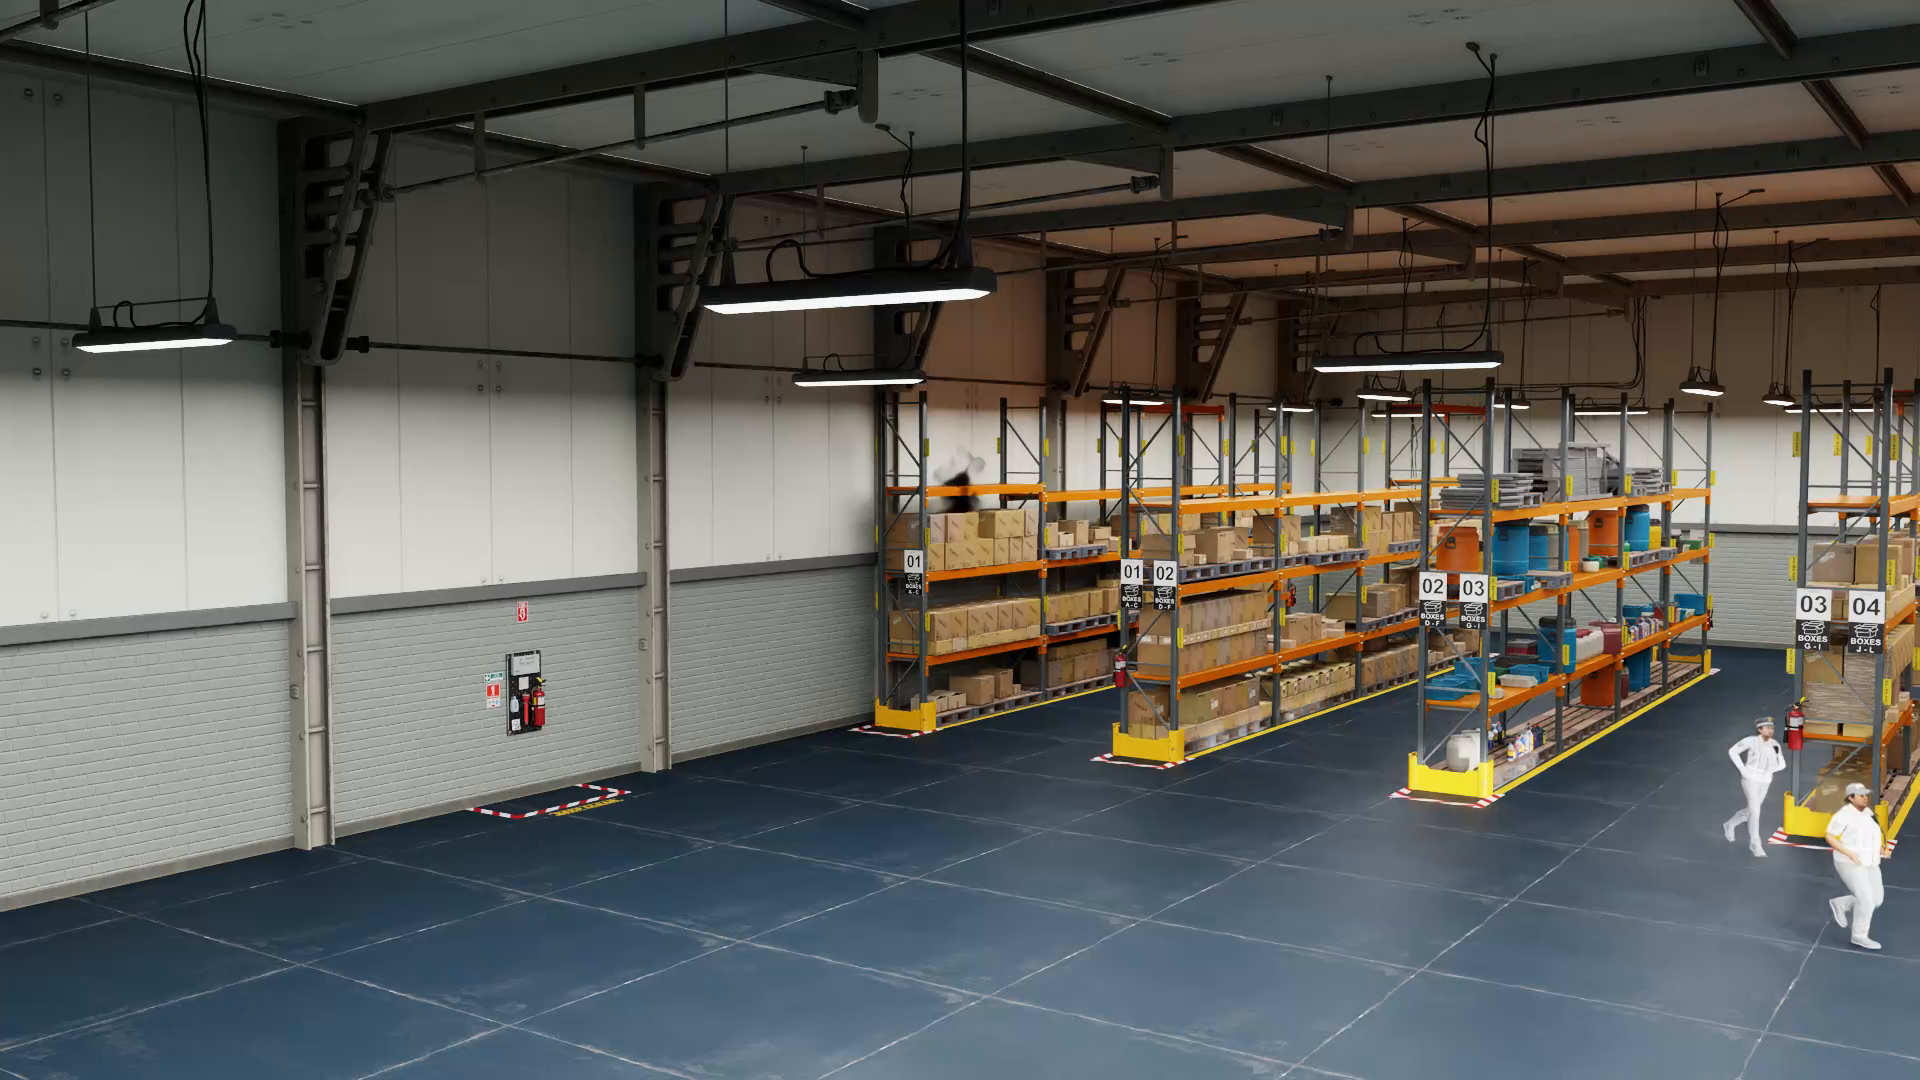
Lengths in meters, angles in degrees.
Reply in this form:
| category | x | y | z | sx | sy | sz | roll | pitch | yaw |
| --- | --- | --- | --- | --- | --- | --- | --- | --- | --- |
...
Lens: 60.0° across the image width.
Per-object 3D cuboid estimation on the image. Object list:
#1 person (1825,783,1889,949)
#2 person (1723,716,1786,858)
| category | x | y | z | sx | sy | sz | roll | pitch | yaw |
| --- | --- | --- | --- | --- | --- | --- | --- | --- | --- |
| person | 9.035 | 3.257 | 16.817 | 0.611 | 1.619 | 0.664 | -1 | 3 | -24 |
| person | 9.948 | 3.026 | 20.720 | 0.637 | 1.701 | 0.858 | -1 | 3 | -10 |
